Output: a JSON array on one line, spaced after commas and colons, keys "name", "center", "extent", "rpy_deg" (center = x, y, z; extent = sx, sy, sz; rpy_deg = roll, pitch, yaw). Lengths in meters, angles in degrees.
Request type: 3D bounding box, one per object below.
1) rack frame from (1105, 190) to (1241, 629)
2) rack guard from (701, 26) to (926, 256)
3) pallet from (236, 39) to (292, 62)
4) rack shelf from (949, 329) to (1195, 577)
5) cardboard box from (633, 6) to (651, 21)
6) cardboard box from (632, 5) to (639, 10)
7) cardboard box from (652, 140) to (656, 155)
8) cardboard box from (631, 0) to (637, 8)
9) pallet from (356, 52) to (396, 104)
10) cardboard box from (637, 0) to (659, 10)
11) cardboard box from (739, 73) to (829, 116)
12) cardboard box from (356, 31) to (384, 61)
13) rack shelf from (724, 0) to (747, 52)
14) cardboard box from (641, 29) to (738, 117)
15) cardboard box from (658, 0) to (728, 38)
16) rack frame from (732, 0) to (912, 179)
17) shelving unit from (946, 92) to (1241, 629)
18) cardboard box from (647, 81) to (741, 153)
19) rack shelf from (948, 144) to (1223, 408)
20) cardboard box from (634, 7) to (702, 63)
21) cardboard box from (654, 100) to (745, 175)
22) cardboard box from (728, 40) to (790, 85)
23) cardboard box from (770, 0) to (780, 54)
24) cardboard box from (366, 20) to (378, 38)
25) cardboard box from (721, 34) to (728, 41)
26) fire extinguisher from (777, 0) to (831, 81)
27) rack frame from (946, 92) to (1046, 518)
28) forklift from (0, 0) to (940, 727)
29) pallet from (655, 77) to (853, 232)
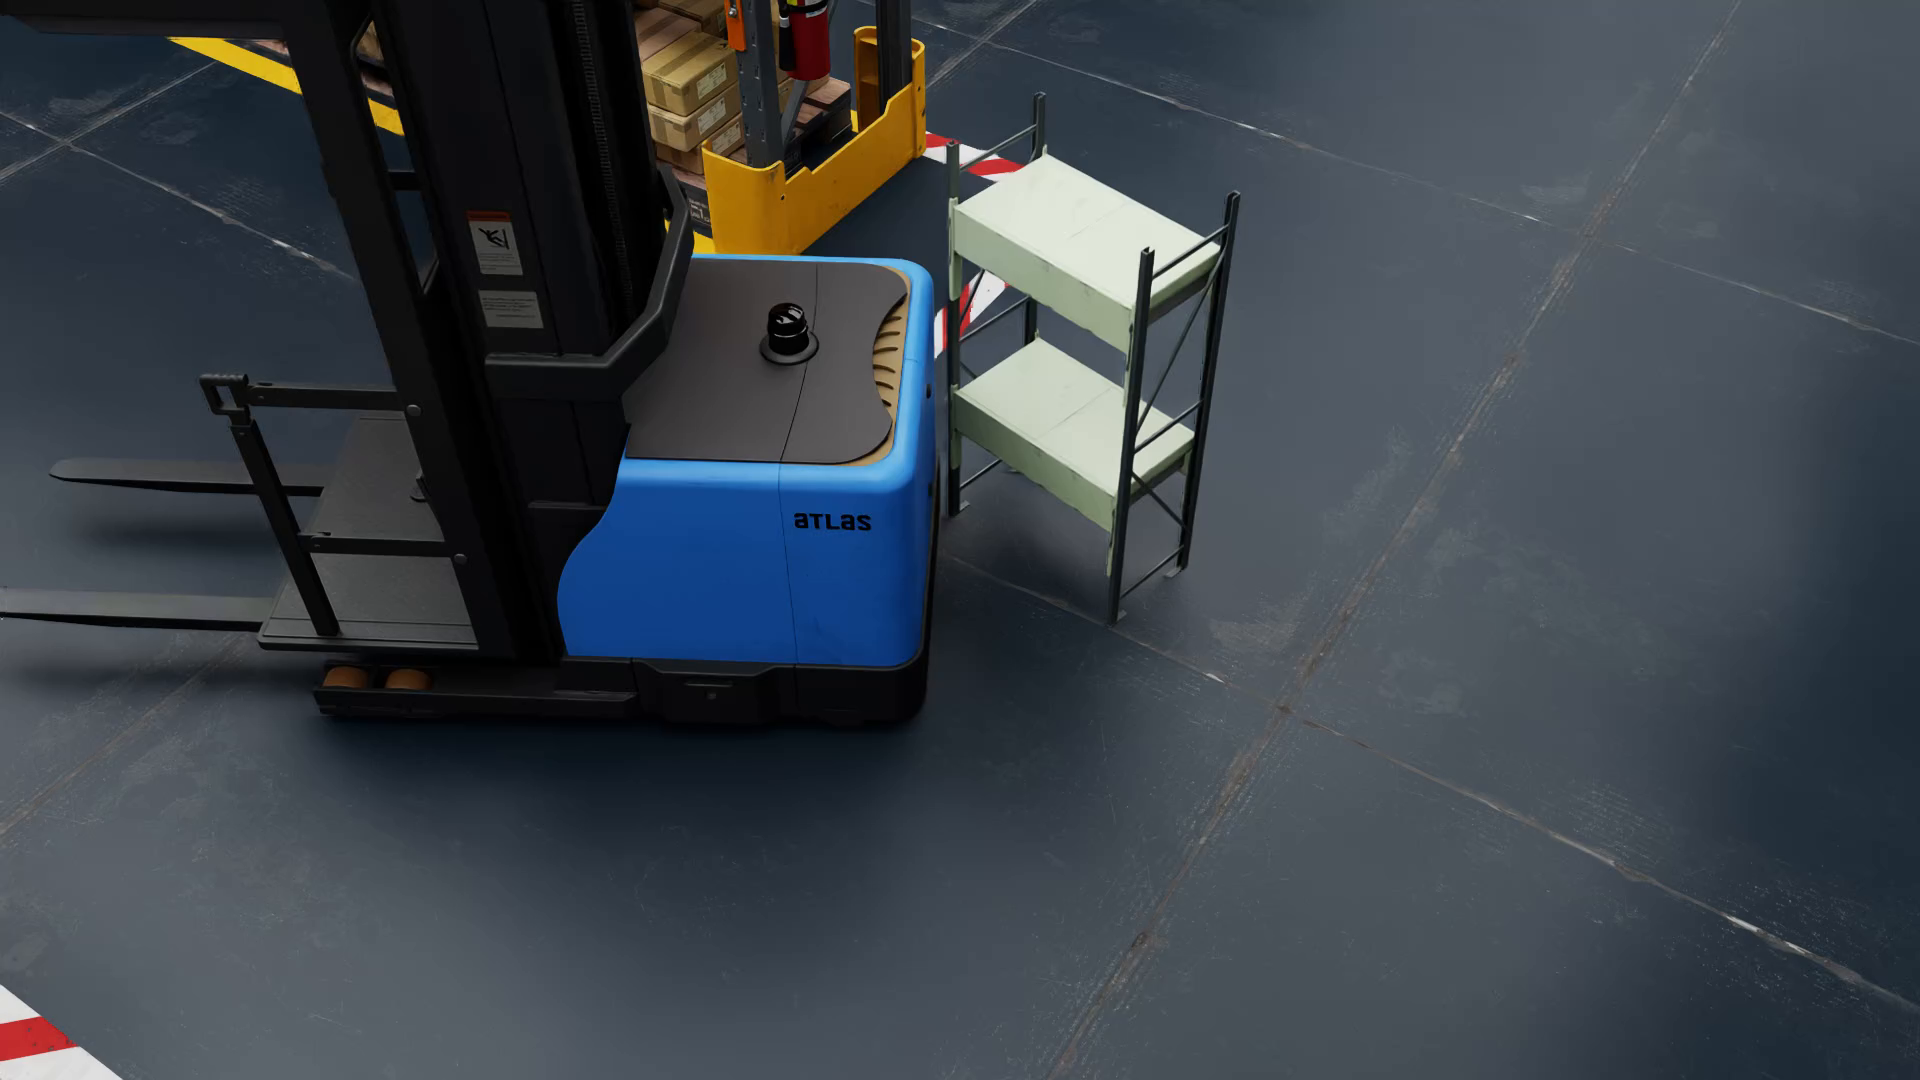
[{"name": "rack frame", "center": [0.627, -0.338, 5.032], "extent": [0.023, 1.500, 0.400], "rpy_deg": [36, 55, 29]}, {"name": "rack guard", "center": [-0.587, -1.657, 7.012], "extent": [0.348, 0.500, 1.175], "rpy_deg": [25, 51, 22]}, {"name": "pallet", "center": [-3.305, -2.837, 8.360], "extent": [1.213, 0.211, 1.003], "rpy_deg": [25, 51, 22]}, {"name": "rack shelf", "center": [0.367, -0.296, 5.446], "extent": [0.720, 0.370, 0.431], "rpy_deg": [36, 55, 29]}, {"name": "cardboard box", "center": [-1.279, -2.295, 7.376], "extent": [0.250, 0.149, 0.380], "rpy_deg": [25, 51, 23]}, {"name": "cardboard box", "center": [-1.436, -2.460, 7.536], "extent": [0.250, 0.149, 0.380], "rpy_deg": [26, 51, 23]}, {"name": "cardboard box", "center": [-1.349, -1.768, 7.072], "extent": [0.250, 0.149, 0.380], "rpy_deg": [26, 51, 23]}, {"name": "cardboard box", "center": [-1.474, -2.522, 7.390], "extent": [0.250, 0.149, 0.380], "rpy_deg": [22, 50, 20]}, {"name": "pallet", "center": [-2.274, -2.365, 7.901], "extent": [1.213, 0.211, 1.003], "rpy_deg": [25, 51, 22]}, {"name": "cardboard box", "center": [-1.220, -2.476, 7.345], "extent": [0.250, 0.149, 0.380], "rpy_deg": [25, 51, 22]}, {"name": "cardboard box", "center": [-0.791, -2.048, 7.344], "extent": [0.250, 0.149, 0.380], "rpy_deg": [26, 51, 23]}, {"name": "cardboard box", "center": [-2.642, -2.388, 7.674], "extent": [0.250, 0.149, 0.380], "rpy_deg": [23, 50, 21]}, {"name": "rack shelf", "center": [-2.206, -3.023, 7.097], "extent": [4.000, 0.370, 1.077], "rpy_deg": [25, 51, 22]}, {"name": "cardboard box", "center": [-1.105, -1.911, 6.796], "extent": [0.250, 0.149, 0.380], "rpy_deg": [25, 51, 23]}, {"name": "cardboard box", "center": [-1.077, -2.301, 7.175], "extent": [0.250, 0.149, 0.380], "rpy_deg": [26, 51, 23]}, {"name": "rack frame", "center": [-0.523, -2.499, 6.087], "extent": [0.127, 3.000, 1.000], "rpy_deg": [25, 51, 22]}, {"name": "shelving unit", "center": [0.367, -0.523, 5.212], "extent": [0.755, 1.500, 0.431], "rpy_deg": [36, 55, 29]}, {"name": "cardboard box", "center": [-1.121, -1.788, 6.883], "extent": [0.250, 0.149, 0.380], "rpy_deg": [23, 50, 21]}, {"name": "rack shelf", "center": [0.367, -0.795, 4.932], "extent": [0.720, 0.370, 0.431], "rpy_deg": [36, 55, 29]}, {"name": "cardboard box", "center": [-1.286, -2.043, 6.924], "extent": [0.250, 0.149, 0.380], "rpy_deg": [26, 51, 23]}, {"name": "cardboard box", "center": [-1.078, -1.730, 7.034], "extent": [0.250, 0.149, 0.380], "rpy_deg": [26, 51, 23]}, {"name": "cardboard box", "center": [-0.825, -2.113, 7.200], "extent": [0.250, 0.149, 0.380], "rpy_deg": [27, 52, 24]}, {"name": "cardboard box", "center": [-0.780, -2.267, 7.142], "extent": [0.250, 0.149, 0.380], "rpy_deg": [23, 50, 20]}, {"name": "cardboard box", "center": [-2.455, -2.381, 7.460], "extent": [0.250, 0.149, 0.380], "rpy_deg": [25, 51, 22]}, {"name": "cardboard box", "center": [-1.025, -2.253, 7.336], "extent": [0.250, 0.149, 0.380], "rpy_deg": [24, 51, 22]}, {"name": "fire extinguisher", "center": [-0.560, -1.966, 5.883], "extent": [0.183, 0.674, 0.296], "rpy_deg": [25, 51, 22]}, {"name": "rack frame", "center": [0.108, -0.708, 5.392], "extent": [0.023, 1.500, 0.400], "rpy_deg": [36, 55, 29]}, {"name": "forklift", "center": [-1.602, -0.841, 4.523], "extent": [3.031, 2.935, 1.130], "rpy_deg": [2, 46, 2]}, {"name": "pallet", "center": [-1.251, -1.893, 7.442], "extent": [1.213, 0.211, 1.003], "rpy_deg": [25, 51, 22]}]
